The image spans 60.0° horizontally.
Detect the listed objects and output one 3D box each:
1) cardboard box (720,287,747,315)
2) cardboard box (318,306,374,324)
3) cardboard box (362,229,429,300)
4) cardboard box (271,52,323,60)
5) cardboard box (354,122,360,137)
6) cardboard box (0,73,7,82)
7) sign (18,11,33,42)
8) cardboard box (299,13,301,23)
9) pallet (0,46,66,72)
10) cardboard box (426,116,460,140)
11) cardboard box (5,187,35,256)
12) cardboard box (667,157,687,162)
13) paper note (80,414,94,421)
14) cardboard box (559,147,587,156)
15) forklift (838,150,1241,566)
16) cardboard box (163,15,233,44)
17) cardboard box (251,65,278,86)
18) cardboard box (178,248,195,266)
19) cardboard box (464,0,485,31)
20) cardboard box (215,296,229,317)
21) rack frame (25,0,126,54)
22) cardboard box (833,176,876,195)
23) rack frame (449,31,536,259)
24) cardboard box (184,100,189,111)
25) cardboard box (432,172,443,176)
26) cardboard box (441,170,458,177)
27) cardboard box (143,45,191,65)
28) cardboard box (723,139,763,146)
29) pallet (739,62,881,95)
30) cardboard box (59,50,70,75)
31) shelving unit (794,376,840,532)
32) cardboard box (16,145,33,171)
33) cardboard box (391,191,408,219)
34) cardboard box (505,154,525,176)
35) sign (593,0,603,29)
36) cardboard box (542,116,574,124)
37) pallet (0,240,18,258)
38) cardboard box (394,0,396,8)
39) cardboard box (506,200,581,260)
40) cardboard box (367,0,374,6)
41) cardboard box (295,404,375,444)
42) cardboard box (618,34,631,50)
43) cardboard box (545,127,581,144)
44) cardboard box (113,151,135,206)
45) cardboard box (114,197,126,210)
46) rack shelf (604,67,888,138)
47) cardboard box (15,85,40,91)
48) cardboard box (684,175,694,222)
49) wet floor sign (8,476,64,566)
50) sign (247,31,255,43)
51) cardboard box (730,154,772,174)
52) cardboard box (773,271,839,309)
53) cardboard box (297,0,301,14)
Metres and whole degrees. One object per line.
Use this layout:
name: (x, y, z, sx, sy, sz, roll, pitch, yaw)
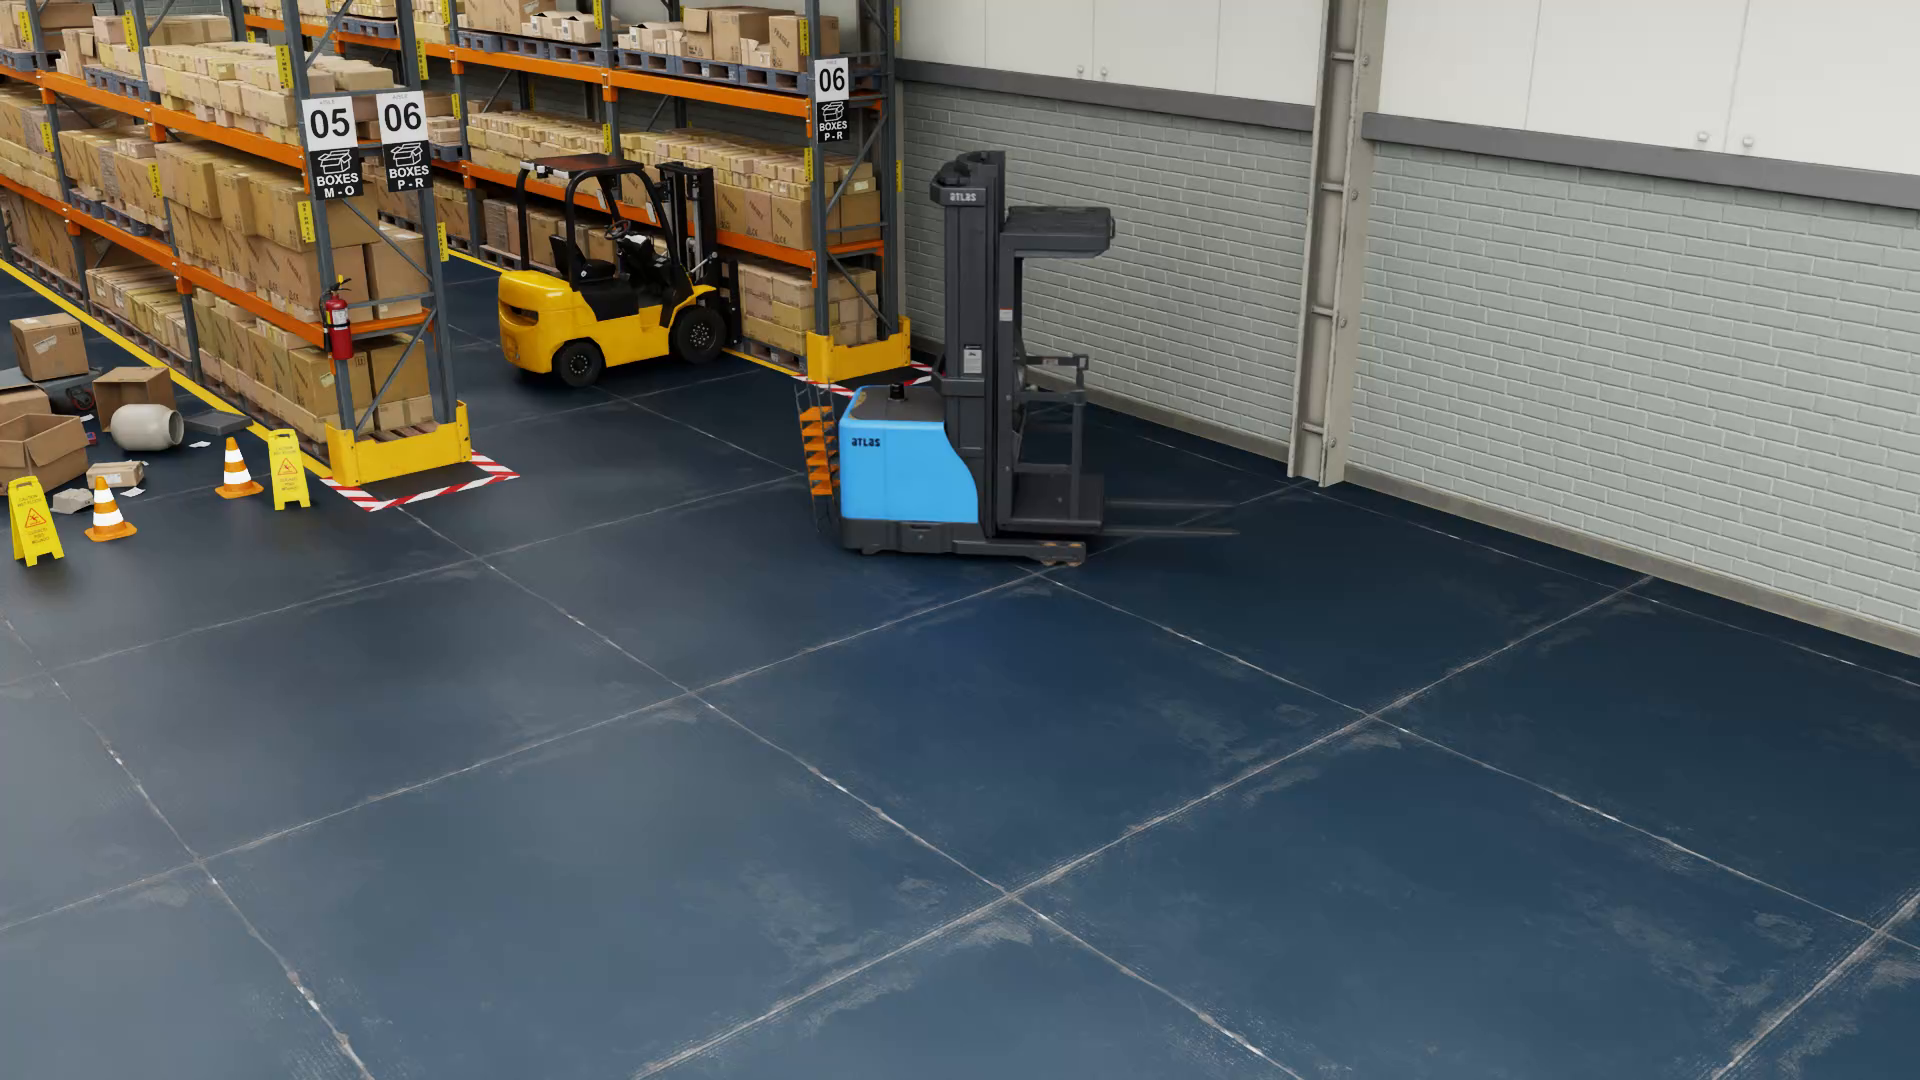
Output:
cardboard box: (-2.298, -2.672, 18.202, 0.500, 0.250, 0.500, -18, 28, -39)
cardboard box: (-5.235, -1.938, 14.163, 0.380, 0.149, 0.250, -16, 27, -36)
cardboard box: (-4.928, -2.384, 14.414, 0.500, 0.500, 0.500, -18, 28, -38)
cardboard box: (-5.983, -4.317, 15.032, 0.380, 0.149, 0.250, -17, 27, -37)
cardboard box: (-5.039, -3.502, 14.045, 0.380, 0.149, 0.250, -19, 28, -39)
cardboard box: (-12.851, -6.348, 22.681, 0.380, 0.149, 0.250, -17, 27, -37)
sign: (-10.477, -5.757, 18.640, 0.100, 0.325, 0.005, -17, 27, -37)
cardboard box: (-10.167, -8.172, 25.967, 0.380, 0.149, 0.250, -17, 27, -37)
pallet: (-10.511, -5.687, 19.536, 1.213, 0.211, 1.003, -16, 26, -35)
cardboard box: (-7.227, -5.736, 23.145, 0.500, 0.250, 0.500, -19, 28, -40)
cardboard box: (-12.196, -4.372, 22.371, 0.875, 0.875, 0.875, -16, 27, -36)
cardboard box: (-3.037, -4.193, 18.550, 0.380, 0.149, 0.250, -18, 28, -38)
paper note: (-8.386, -1.173, 15.936, 0.148, 0.019, 0.142, -17, 27, -37)
cardboard box: (-4.537, -4.668, 20.310, 0.500, 0.250, 0.500, -18, 28, -39)
forklift: (0.630, -1.374, 12.473, 3.031, 2.935, 1.130, 2, 21, 5)
cardboard box: (-7.851, -5.255, 17.119, 0.500, 0.250, 0.500, -18, 28, -39)
cardboard box: (-5.719, -3.906, 13.981, 0.380, 0.149, 0.250, -17, 27, -37)
cardboard box: (-7.477, -2.827, 16.434, 0.380, 0.149, 0.250, -18, 27, -38)
cardboard box: (-6.005, -6.823, 21.327, 0.500, 0.500, 0.500, -17, 27, -37)
cardboard box: (-6.886, -2.256, 15.909, 0.380, 0.149, 0.250, -16, 27, -35)
rack frame: (-10.051, -7.006, 18.533, 1.000, 3.000, 0.127, -17, 27, -37)
cardboard box: (-1.096, -3.689, 17.264, 0.380, 0.149, 0.250, -18, 28, -39)
rack frame: (-6.293, -5.395, 22.646, 1.000, 3.000, 0.127, -17, 27, -37)
cardboard box: (-7.048, -4.115, 15.609, 0.380, 0.149, 0.250, -17, 27, -37)
cardboard box: (-7.773, -5.258, 24.259, 0.380, 0.149, 0.250, -17, 27, -37)
cardboard box: (-7.426, -5.377, 24.561, 0.380, 0.149, 0.250, -19, 28, -39)
cardboard box: (-7.481, -4.594, 15.738, 0.380, 0.149, 0.250, -18, 28, -38)
cardboard box: (-2.433, -4.400, 18.669, 0.380, 0.149, 0.250, -18, 28, -38)
pallet: (-1.513, -4.742, 16.987, 1.003, 0.211, 1.213, -17, 27, -37)
cardboard box: (-9.807, -5.349, 18.599, 0.396, 0.266, 0.258, -17, 27, -37)
shelving unit: (-1.070, -0.663, 13.011, 0.189, 1.200, 0.258, 0, 20, 21)
cardboard box: (-11.247, -4.726, 20.458, 0.500, 0.250, 0.500, -18, 28, -39)
cardboard box: (-8.081, -5.061, 24.645, 0.500, 0.500, 0.500, -18, 28, -39)
cardboard box: (-5.522, -4.864, 21.495, 0.500, 0.250, 0.500, -19, 28, -39)
sign: (-4.087, -5.942, 18.789, 0.100, 0.325, 0.005, -17, 27, -37)
cardboard box: (-5.224, -5.429, 21.705, 0.380, 0.149, 0.250, -18, 27, -38)
pallet: (-13.099, -4.248, 23.541, 1.003, 0.211, 1.213, -17, 27, -37)
cardboard box: (-7.588, -7.429, 22.978, 0.380, 0.149, 0.250, -17, 27, -37)
cardboard box: (-5.464, -4.131, 22.098, 0.875, 0.625, 0.625, -16, 27, -36)
cardboard box: (-8.148, -7.634, 23.473, 0.380, 0.149, 0.250, -17, 27, -37)
cardboard box: (-5.576, -1.084, 14.832, 0.500, 0.250, 0.500, -18, 27, -38)
cardboard box: (-3.619, -5.616, 18.728, 0.380, 0.149, 0.250, -17, 27, -36)
cardboard box: (-4.930, -5.026, 20.678, 0.380, 0.149, 0.250, -17, 27, -37)
cardboard box: (-8.572, -3.842, 17.559, 0.500, 0.500, 0.500, -16, 27, -36)
cardboard box: (-8.961, -3.699, 18.084, 0.380, 0.149, 0.250, -16, 27, -36)
rack shelf: (-2.376, -4.799, 17.998, 1.077, 0.370, 4.000, -17, 27, -37)
cardboard box: (-12.180, -5.766, 22.085, 0.500, 0.500, 0.500, -16, 27, -36)
cardboard box: (-2.906, -3.873, 18.621, 0.500, 0.500, 0.500, -18, 28, -38)
wet floor sign: (-6.994, -0.163, 12.516, 0.232, 0.644, 0.267, 17, 27, 36)
sign: (-7.034, -4.876, 16.499, 0.100, 0.325, 0.005, -17, 27, -37)
cardboard box: (-2.200, -3.980, 17.597, 0.380, 0.149, 0.250, -17, 27, -36)
cardboard box: (-1.608, -2.619, 17.381, 0.500, 0.250, 0.500, -16, 27, -36)
cardboard box: (-10.081, -8.325, 25.811, 0.500, 0.250, 0.500, -17, 27, -36)
